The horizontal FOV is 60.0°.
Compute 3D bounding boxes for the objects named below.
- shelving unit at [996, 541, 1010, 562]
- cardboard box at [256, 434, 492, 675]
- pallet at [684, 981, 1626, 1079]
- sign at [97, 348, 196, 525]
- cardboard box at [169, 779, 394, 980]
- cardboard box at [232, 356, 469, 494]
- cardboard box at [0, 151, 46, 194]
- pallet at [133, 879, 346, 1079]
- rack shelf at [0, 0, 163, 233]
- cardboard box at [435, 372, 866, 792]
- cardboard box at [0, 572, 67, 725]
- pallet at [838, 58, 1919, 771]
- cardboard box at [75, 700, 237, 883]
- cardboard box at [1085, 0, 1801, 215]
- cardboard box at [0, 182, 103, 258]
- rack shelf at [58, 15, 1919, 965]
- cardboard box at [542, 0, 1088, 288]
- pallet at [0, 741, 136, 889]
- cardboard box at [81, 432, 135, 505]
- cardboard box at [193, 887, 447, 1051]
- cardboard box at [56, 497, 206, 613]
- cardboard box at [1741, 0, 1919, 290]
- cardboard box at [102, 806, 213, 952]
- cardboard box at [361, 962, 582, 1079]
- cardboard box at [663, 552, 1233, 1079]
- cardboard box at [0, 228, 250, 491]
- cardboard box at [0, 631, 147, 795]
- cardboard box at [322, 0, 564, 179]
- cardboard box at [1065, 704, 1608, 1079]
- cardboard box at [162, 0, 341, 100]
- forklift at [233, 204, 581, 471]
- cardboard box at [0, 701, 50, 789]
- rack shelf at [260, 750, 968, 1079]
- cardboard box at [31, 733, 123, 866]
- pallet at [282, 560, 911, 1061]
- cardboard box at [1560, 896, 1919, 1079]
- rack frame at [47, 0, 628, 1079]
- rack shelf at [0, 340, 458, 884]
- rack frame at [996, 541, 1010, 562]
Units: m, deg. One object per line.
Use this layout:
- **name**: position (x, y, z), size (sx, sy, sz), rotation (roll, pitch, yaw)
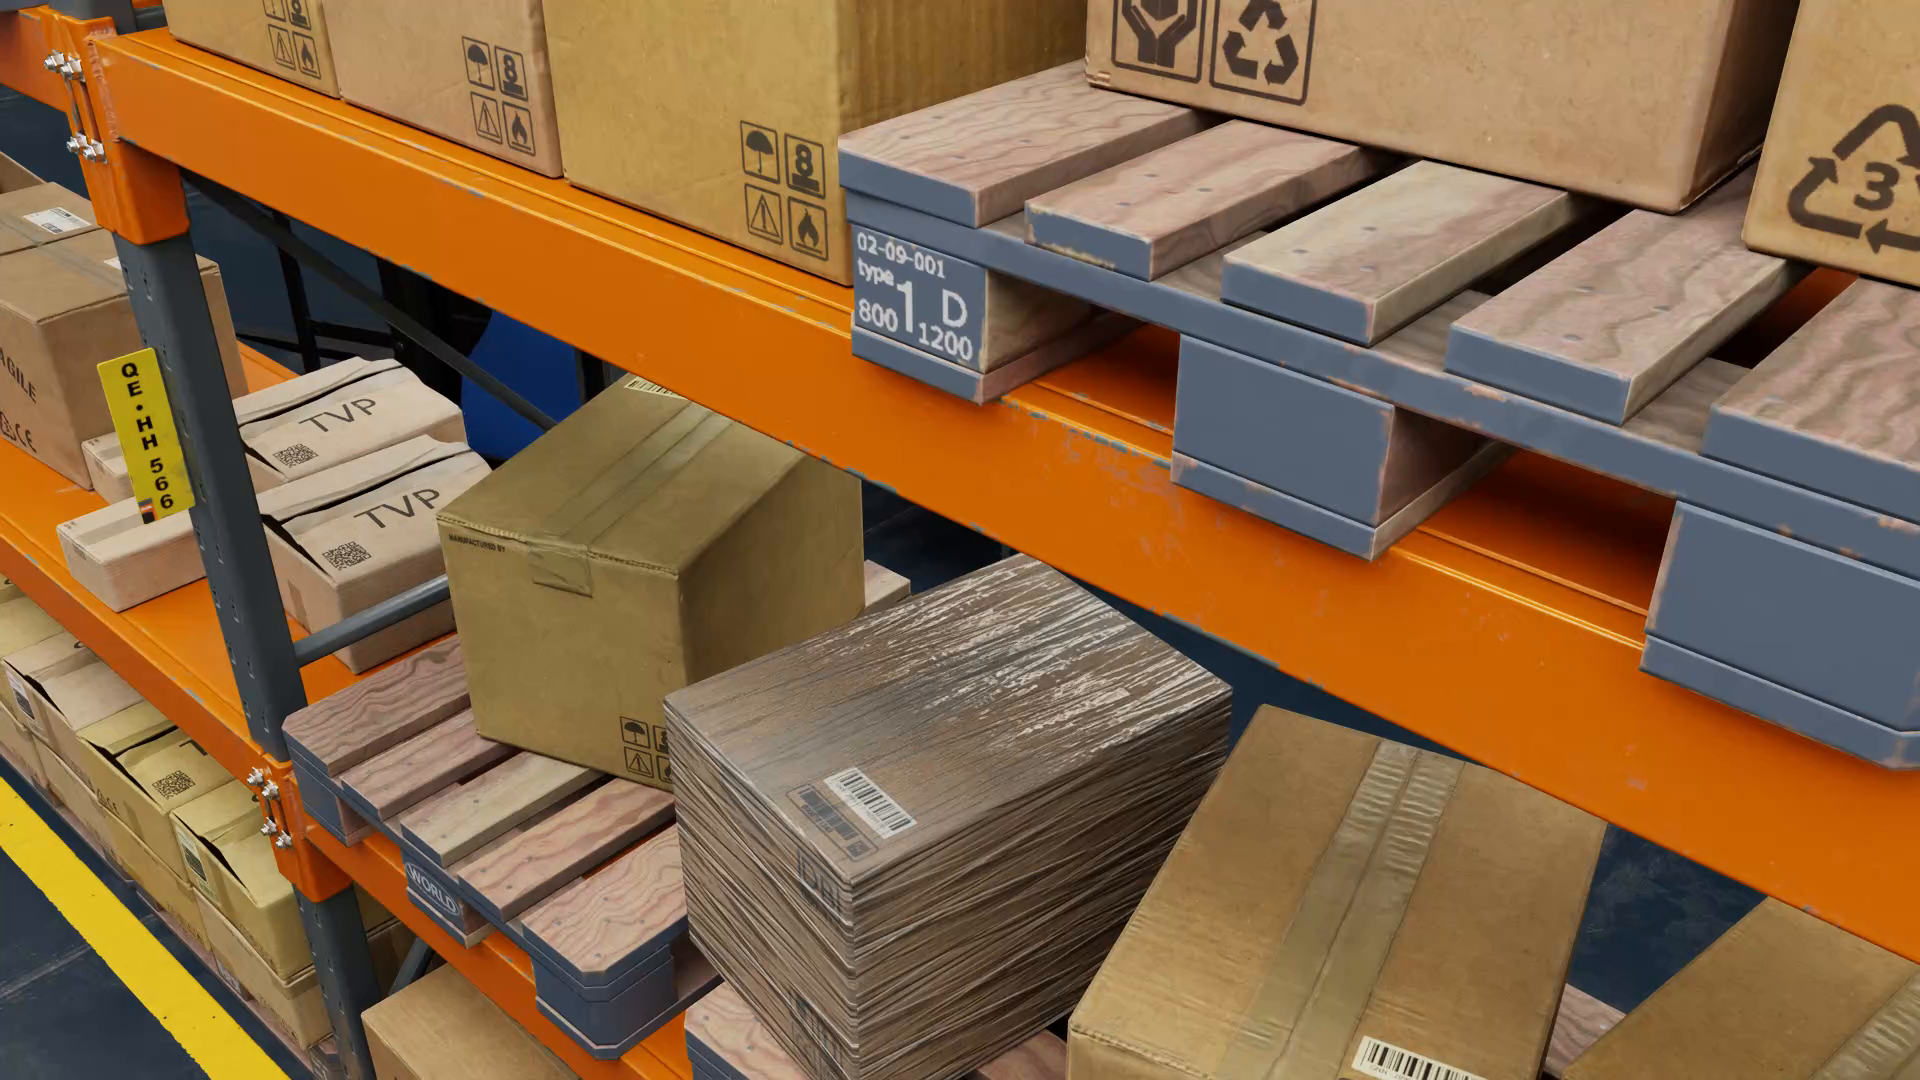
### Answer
- **shelving unit**: position (-0.063, -0.672, 6.412), size (1.048, 1.500, 0.538), rotation (25, 39, 35)
- **cardboard box**: position (-1.349, -0.008, 3.941), size (0.500, 0.311, 0.500), rotation (-27, 40, -37)
- **pallet**: position (0.337, 0.850, 2.616), size (1.213, 0.211, 1.003), rotation (25, 39, 35)
- **sign**: position (-1.478, -0.186, 3.028), size (0.005, 0.325, 0.100), rotation (25, 39, 35)
- **cardboard box**: position (-1.662, 0.767, 4.282), size (0.500, 0.311, 0.500), rotation (26, 40, 36)
- **cardboard box**: position (-1.641, -0.249, 4.342), size (0.500, 0.311, 0.500), rotation (25, 39, 35)
- **cardboard box**: position (-3.125, -0.876, 5.201), size (0.500, 0.500, 0.500), rotation (-26, 40, -36)
- **pallet**: position (-1.692, 0.991, 4.899), size (1.213, 0.211, 1.003), rotation (25, 39, 35)
- **rack shelf**: position (-2.591, -1.573, 4.243), size (4.000, 0.370, 1.077), rotation (25, 39, 35)
- **cardboard box**: position (-0.566, 0.048, 3.257), size (0.500, 0.500, 0.700), rotation (12, 33, 19)
- **cardboard box**: position (-2.794, 0.240, 5.159), size (0.500, 0.311, 0.500), rotation (26, 40, 36)
- **pallet**: position (0.650, -0.334, 1.671), size (1.003, 0.211, 1.213), rotation (25, 39, 35)
- **cardboard box**: position (-2.052, 0.590, 4.577), size (0.500, 0.311, 0.500), rotation (24, 39, 34)
- **cardboard box**: position (0.543, -0.733, 1.550), size (0.600, 0.600, 0.600), rotation (23, 38, 33)
- **cardboard box**: position (-2.754, -0.703, 4.913), size (0.500, 0.500, 0.500), rotation (25, 39, 35)
- **rack shelf**: position (0.375, -0.188, 1.944), size (4.000, 0.370, 1.077), rotation (25, 39, 35)
- **cardboard box**: position (0.001, -0.737, 2.061), size (0.500, 0.500, 0.910), rotation (25, 39, 35)
- **pallet**: position (-2.593, 0.569, 5.600), size (1.213, 0.211, 1.003), rotation (25, 39, 35)
- **cardboard box**: position (-2.092, -0.216, 4.444), size (0.380, 0.149, 0.250), rotation (-26, 40, -36)
- **cardboard box**: position (-1.662, 1.006, 4.430), size (0.500, 0.250, 0.500), rotation (26, 40, 36)
- **cardboard box**: position (-1.960, -0.002, 4.088), size (0.250, 0.149, 0.380), rotation (25, 39, 35)
- **cardboard box**: position (1.023, -0.495, 1.155), size (0.600, 0.600, 0.600), rotation (25, 39, 35)
- **cardboard box**: position (-2.047, 0.829, 4.724), size (0.500, 0.250, 0.500), rotation (25, 39, 35)
- **cardboard box**: position (-0.963, 1.246, 3.770), size (0.500, 0.500, 0.500), rotation (27, 40, 37)
- **cardboard box**: position (-0.016, 0.438, 2.610), size (0.700, 0.500, 0.500), rotation (-21, 37, -31)
- **cardboard box**: position (-2.363, -0.521, 4.610), size (0.500, 0.500, 0.500), rotation (23, 38, 33)
- **cardboard box**: position (-2.424, 0.414, 4.869), size (0.500, 0.311, 0.500), rotation (25, 39, 35)
- **cardboard box**: position (-0.384, -0.917, 2.359), size (0.500, 0.500, 0.910), rotation (25, 39, 35)
- **cardboard box**: position (0.506, 0.670, 2.224), size (0.500, 0.500, 0.700), rotation (15, 34, 23)
- **cardboard box**: position (-0.762, -1.093, 2.653), size (0.500, 0.500, 0.910), rotation (25, 39, 35)
- **forklift**: position (-2.242, -1.677, 6.693), size (3.031, 2.935, 1.130), rotation (11, 33, 17)
- **cardboard box**: position (-2.801, 0.477, 5.309), size (0.500, 0.250, 0.500), rotation (26, 40, 36)
- **rack shelf**: position (0.375, 1.097, 2.717), size (4.000, 0.370, 1.077), rotation (25, 39, 35)
- **cardboard box**: position (-2.417, 0.653, 5.015), size (0.500, 0.250, 0.500), rotation (26, 40, 36)
- **pallet**: position (-0.559, 0.386, 3.386), size (1.003, 0.211, 1.213), rotation (25, 39, 35)
- **cardboard box**: position (1.104, 0.795, 2.017), size (0.700, 0.500, 0.500), rotation (-22, 38, -32)
- **rack frame**: position (-1.108, 0.096, 3.682), size (0.127, 3.000, 1.000), rotation (25, 39, 35)
- **rack shelf**: position (-2.591, -0.288, 5.017), size (4.000, 0.370, 1.077), rotation (25, 39, 35)
- **rack frame**: position (0.314, -0.496, 6.120), size (0.032, 1.500, 0.500), rotation (25, 39, 35)
